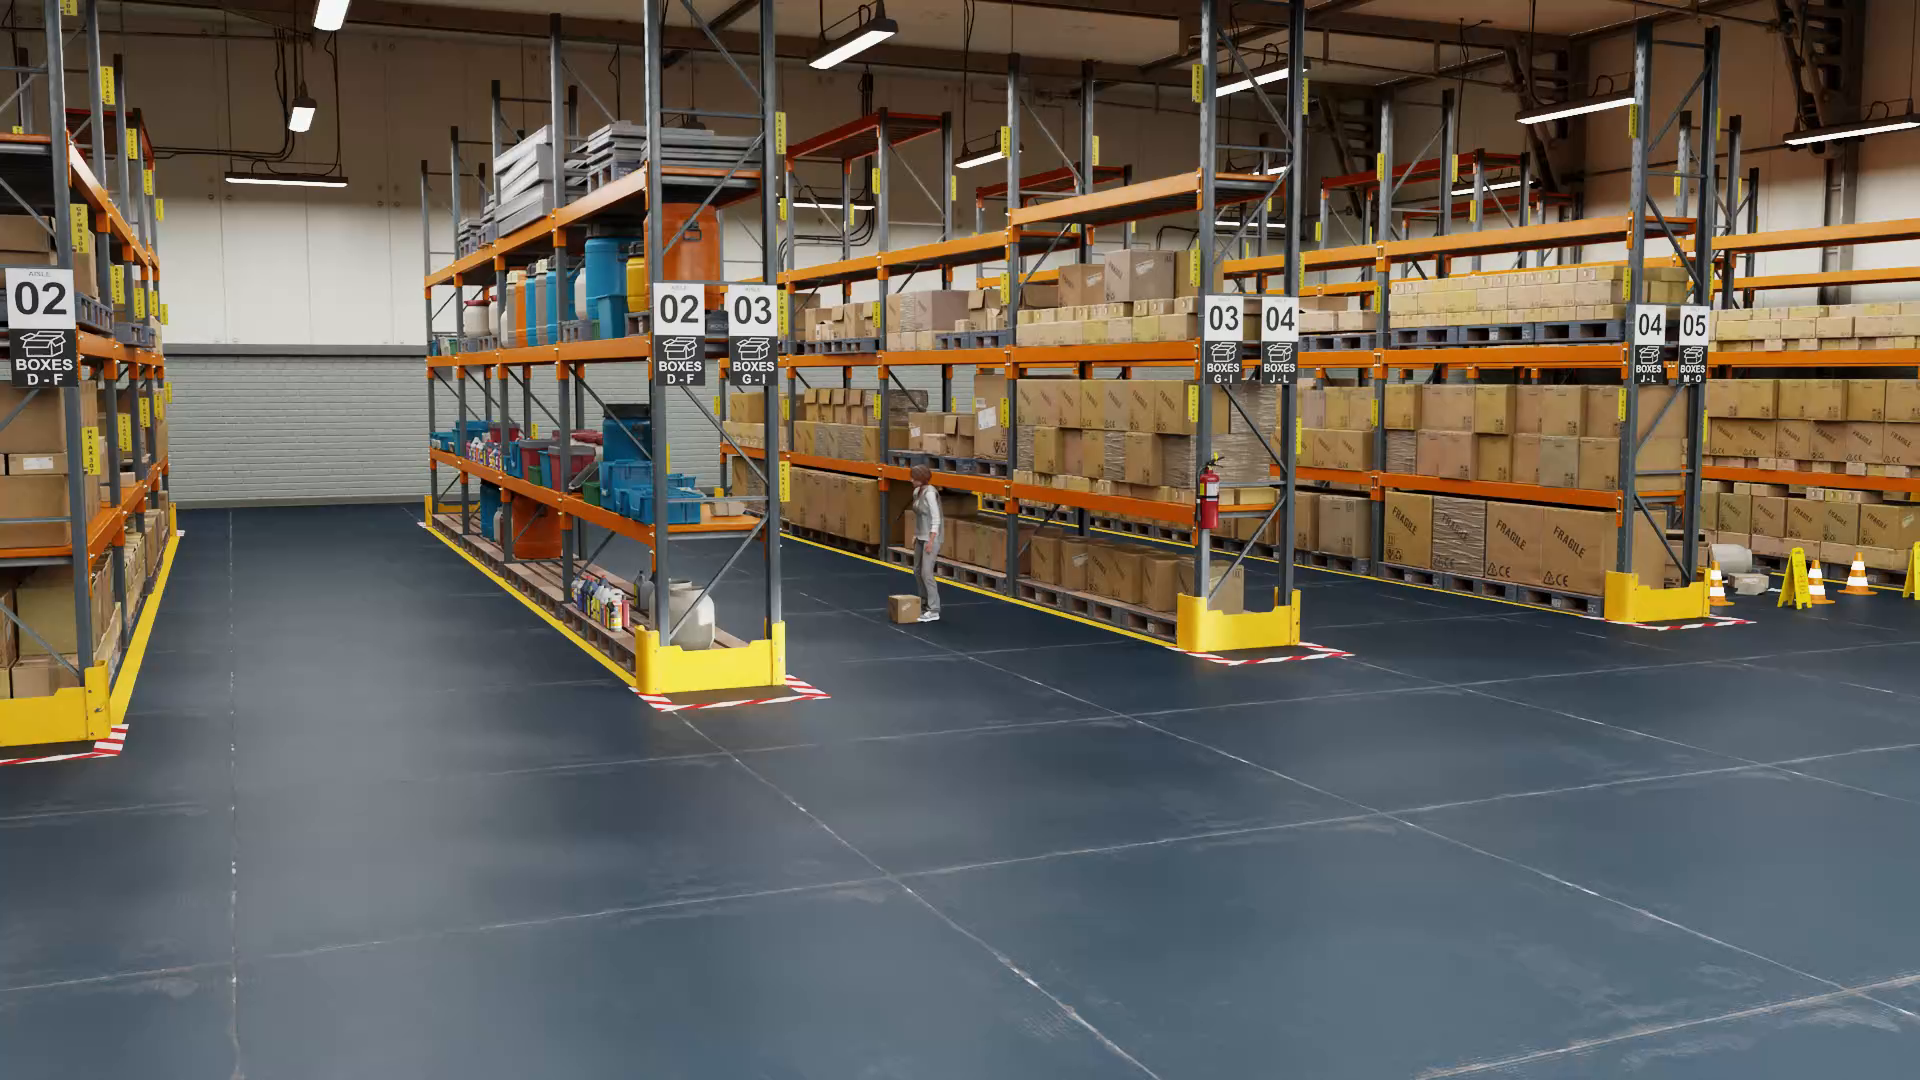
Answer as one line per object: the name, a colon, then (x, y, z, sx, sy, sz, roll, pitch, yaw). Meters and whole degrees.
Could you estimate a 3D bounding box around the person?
person: (-4.093, -3.007, 25.304, 24.908, 6.000, 19.197, -2, 6, -24)
